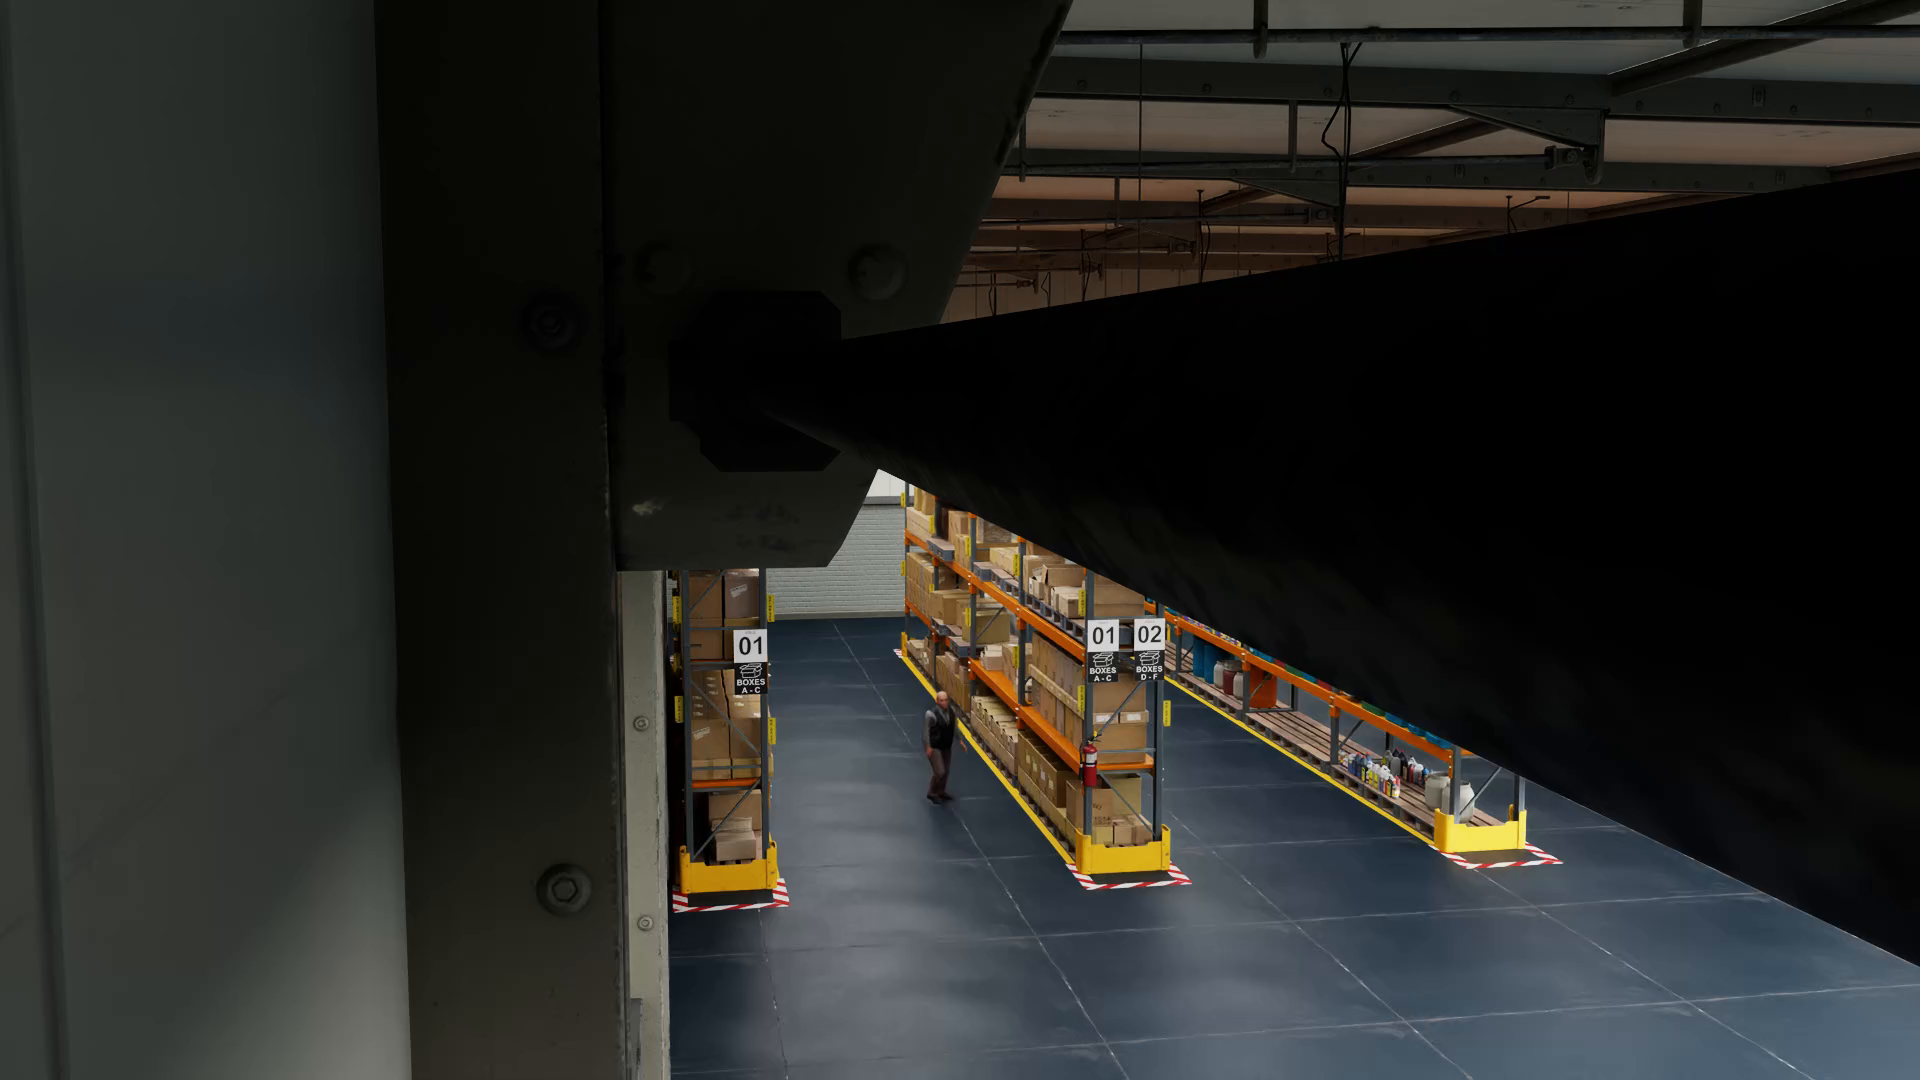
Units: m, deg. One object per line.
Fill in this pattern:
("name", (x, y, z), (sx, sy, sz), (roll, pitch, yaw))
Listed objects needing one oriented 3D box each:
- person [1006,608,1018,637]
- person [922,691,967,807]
("person", (1.019, 1.685, 36.909), (0.606, 1.694, 0.873), (-5, 7, -37))
("person", (-0.282, 3.002, 24.102), (0.632, 1.695, 0.624), (6, 8, 44))
